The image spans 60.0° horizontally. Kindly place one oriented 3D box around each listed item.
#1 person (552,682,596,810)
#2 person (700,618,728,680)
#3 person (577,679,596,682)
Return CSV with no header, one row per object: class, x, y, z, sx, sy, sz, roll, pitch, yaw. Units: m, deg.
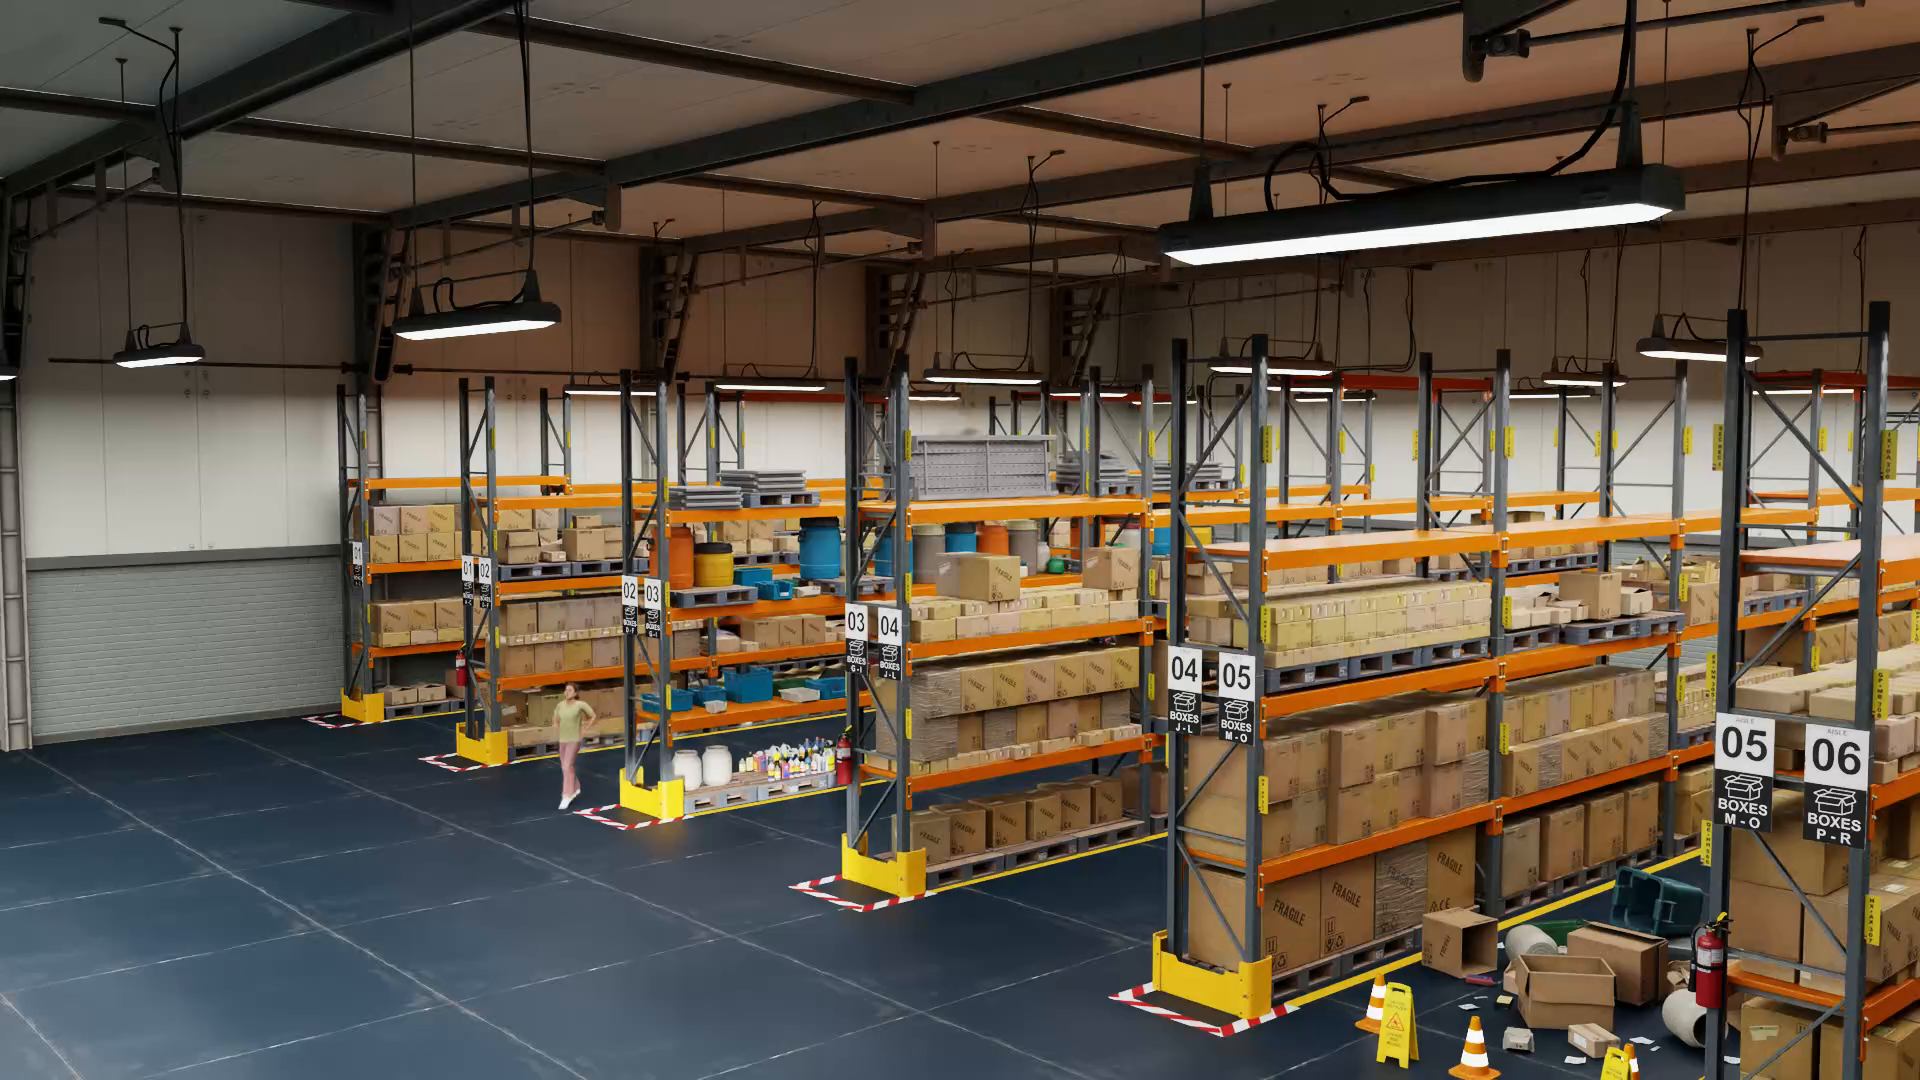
person,-5.388,2.817,22.985,0.581,1.717,0.682,1,4,21
person,-4.613,2.304,31.383,0.711,1.704,0.613,-3,5,-41
person,-6.644,2.449,29.865,0.579,1.492,0.557,4,5,44
